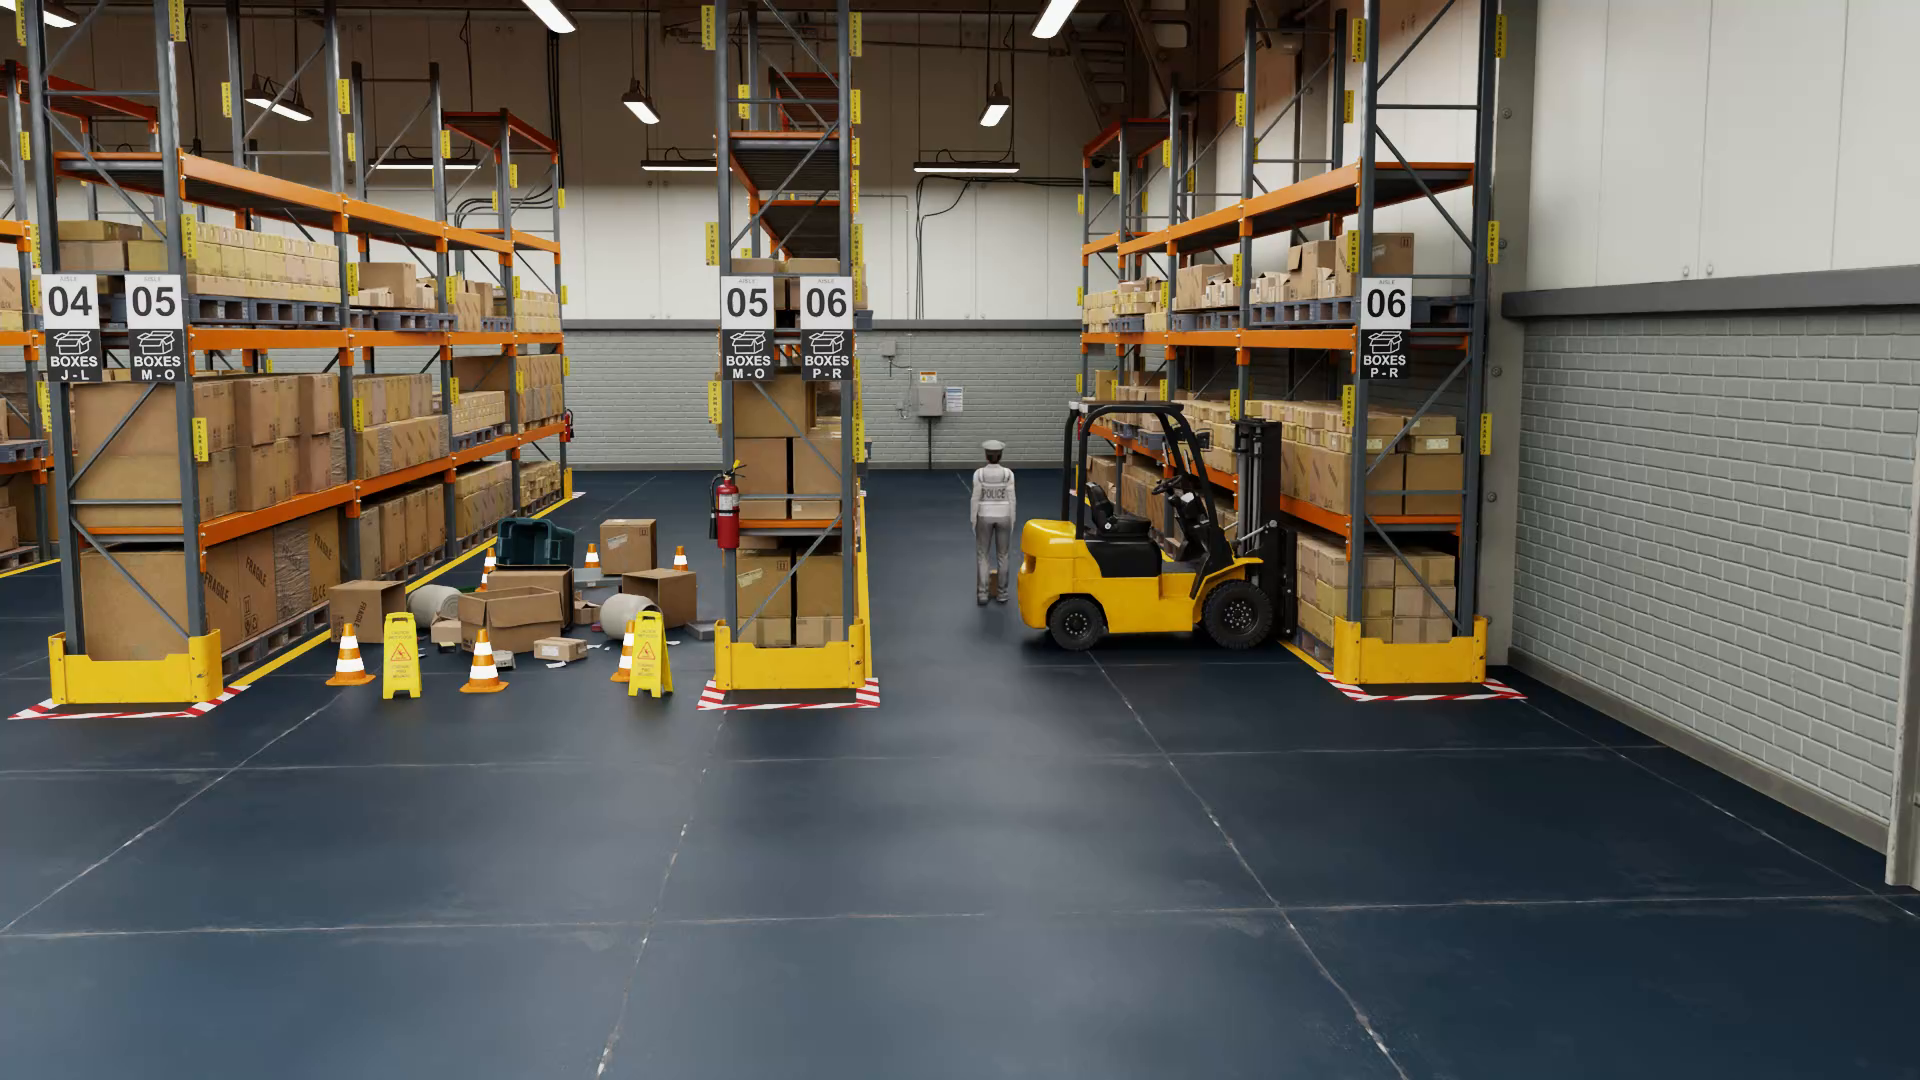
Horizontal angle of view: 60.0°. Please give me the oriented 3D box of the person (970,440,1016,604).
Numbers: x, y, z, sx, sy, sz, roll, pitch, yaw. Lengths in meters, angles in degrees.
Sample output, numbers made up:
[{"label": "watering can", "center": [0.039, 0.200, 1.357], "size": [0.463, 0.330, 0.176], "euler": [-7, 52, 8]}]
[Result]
[{"label": "person", "center": [0.351, -0.163, 17.229], "size": [0.454, 1.740, 0.406], "euler": [0, 7, -3]}]
